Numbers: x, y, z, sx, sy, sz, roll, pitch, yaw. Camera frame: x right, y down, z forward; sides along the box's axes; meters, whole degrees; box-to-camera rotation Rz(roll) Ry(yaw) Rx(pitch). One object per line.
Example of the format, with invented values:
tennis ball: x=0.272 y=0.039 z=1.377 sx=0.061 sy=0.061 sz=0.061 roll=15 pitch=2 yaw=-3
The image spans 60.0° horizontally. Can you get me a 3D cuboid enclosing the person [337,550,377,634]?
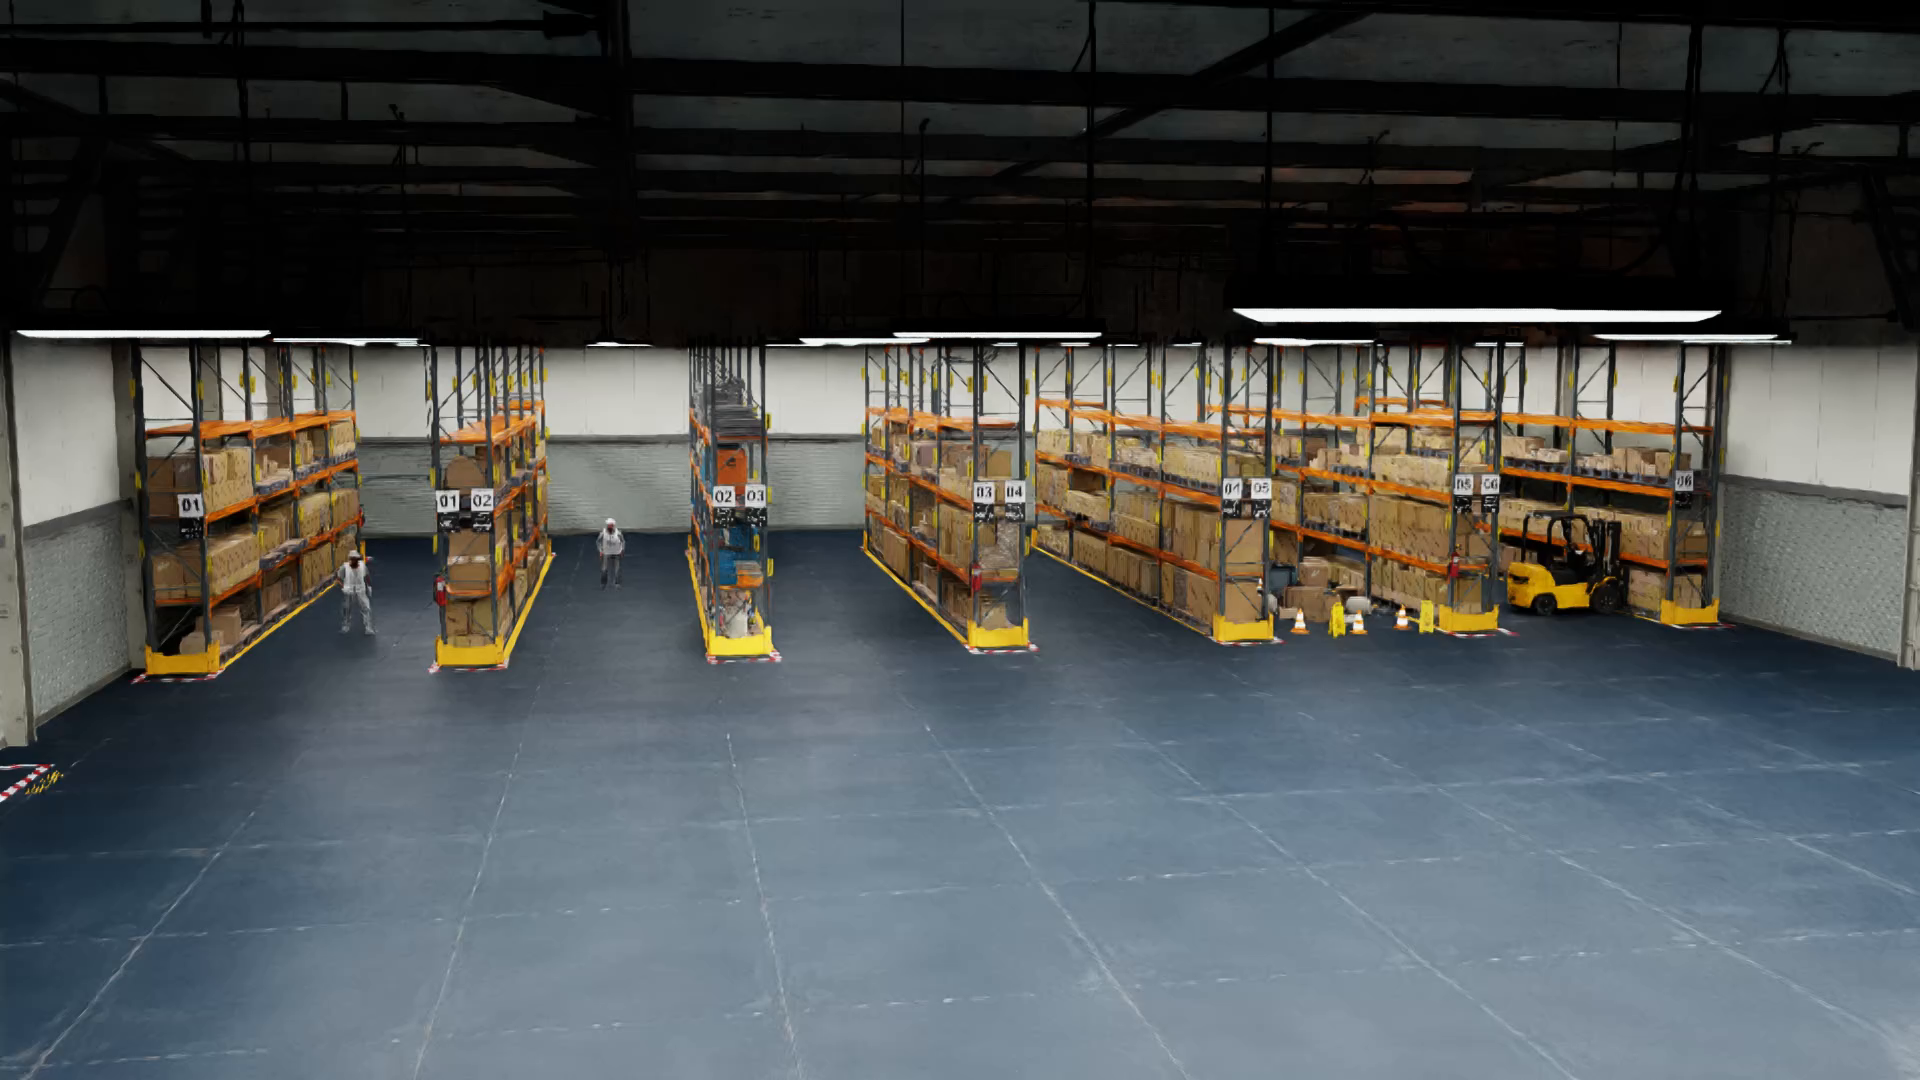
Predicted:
person: x=-12.177 y=1.034 z=33.462 sx=0.701 sy=1.717 sz=0.849 roll=-3 pitch=7 yaw=-27

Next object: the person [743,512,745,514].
person: x=-6.498 y=-0.942 z=50.722 sx=0.729 sy=1.733 sz=0.546 roll=-1 pitch=7 yaw=-12

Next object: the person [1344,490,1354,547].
person: x=11.330 y=-0.608 z=47.974 sx=0.378 sy=1.666 sz=0.577 roll=0 pitch=7 yaw=-3

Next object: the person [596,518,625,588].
person: x=-8.369 y=0.310 z=39.871 sx=0.677 sy=1.725 sz=0.574 roll=-1 pitch=7 yaw=-12
